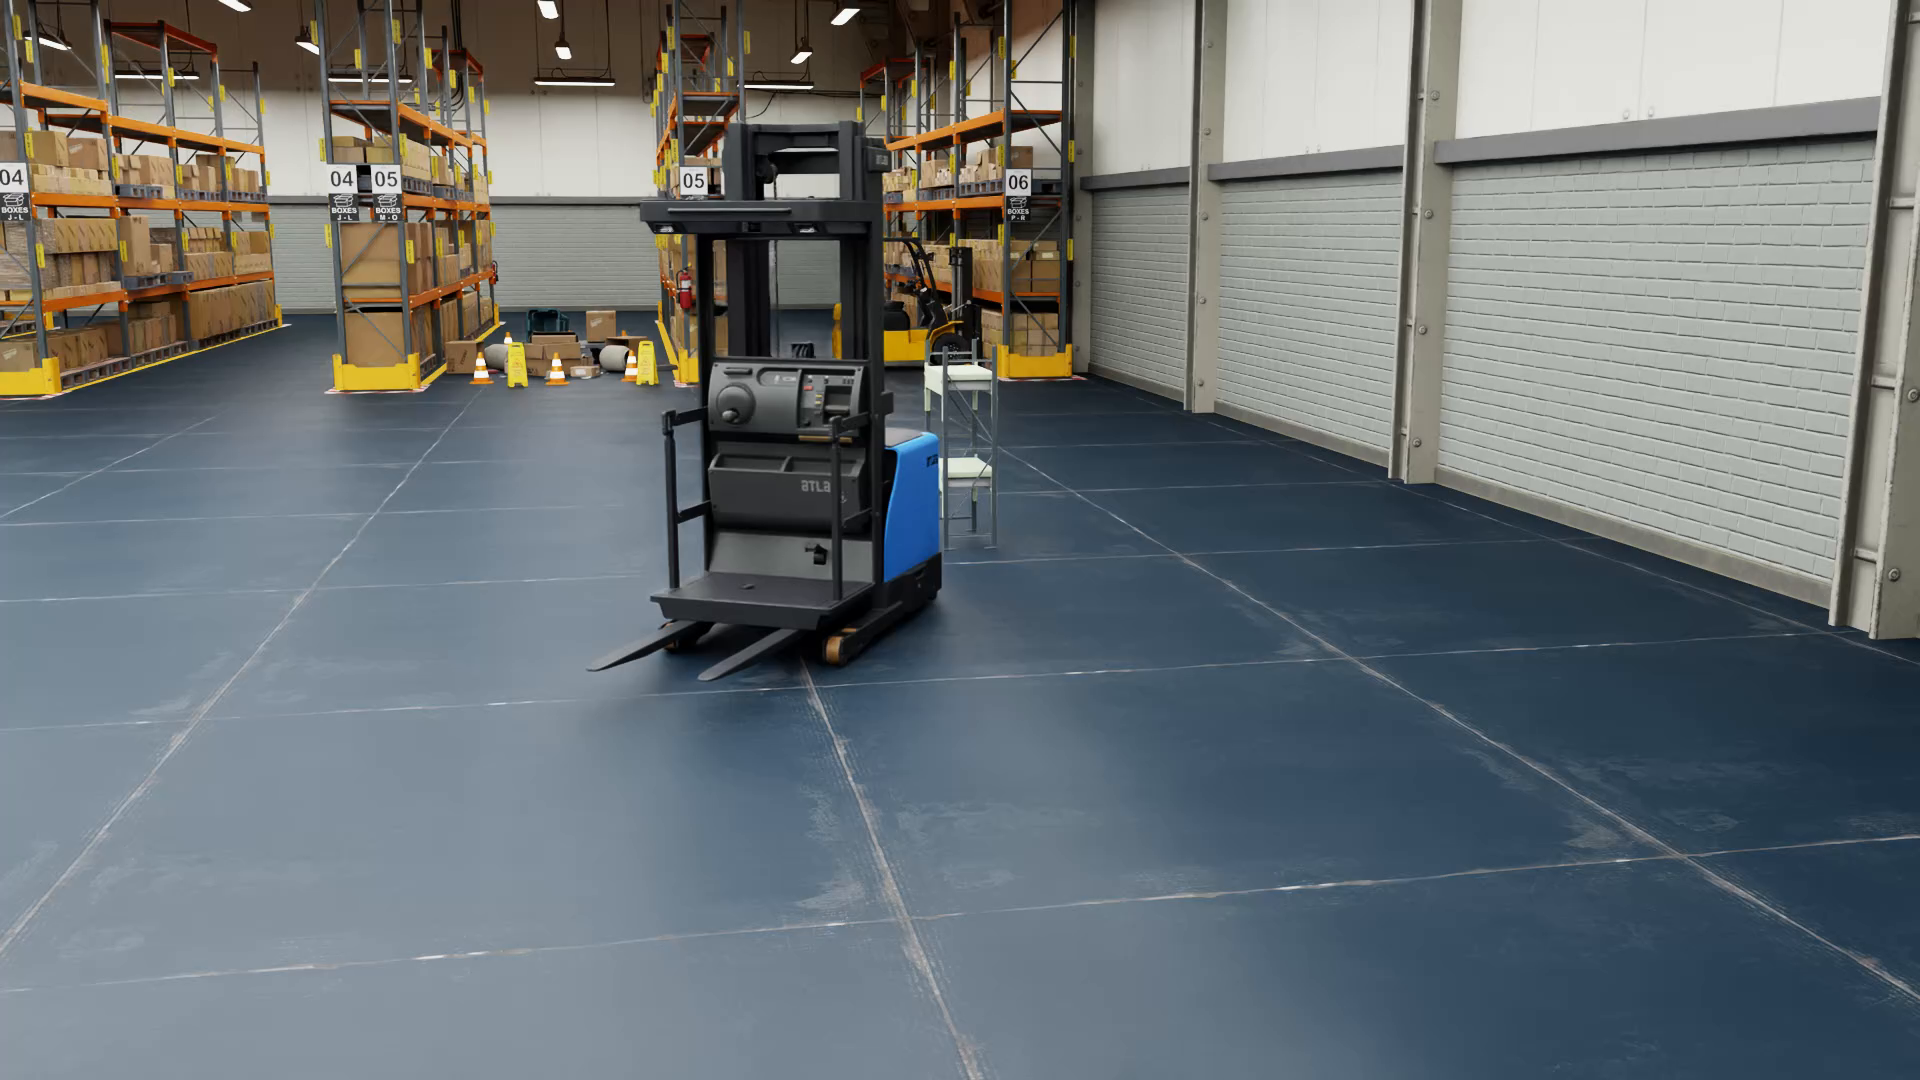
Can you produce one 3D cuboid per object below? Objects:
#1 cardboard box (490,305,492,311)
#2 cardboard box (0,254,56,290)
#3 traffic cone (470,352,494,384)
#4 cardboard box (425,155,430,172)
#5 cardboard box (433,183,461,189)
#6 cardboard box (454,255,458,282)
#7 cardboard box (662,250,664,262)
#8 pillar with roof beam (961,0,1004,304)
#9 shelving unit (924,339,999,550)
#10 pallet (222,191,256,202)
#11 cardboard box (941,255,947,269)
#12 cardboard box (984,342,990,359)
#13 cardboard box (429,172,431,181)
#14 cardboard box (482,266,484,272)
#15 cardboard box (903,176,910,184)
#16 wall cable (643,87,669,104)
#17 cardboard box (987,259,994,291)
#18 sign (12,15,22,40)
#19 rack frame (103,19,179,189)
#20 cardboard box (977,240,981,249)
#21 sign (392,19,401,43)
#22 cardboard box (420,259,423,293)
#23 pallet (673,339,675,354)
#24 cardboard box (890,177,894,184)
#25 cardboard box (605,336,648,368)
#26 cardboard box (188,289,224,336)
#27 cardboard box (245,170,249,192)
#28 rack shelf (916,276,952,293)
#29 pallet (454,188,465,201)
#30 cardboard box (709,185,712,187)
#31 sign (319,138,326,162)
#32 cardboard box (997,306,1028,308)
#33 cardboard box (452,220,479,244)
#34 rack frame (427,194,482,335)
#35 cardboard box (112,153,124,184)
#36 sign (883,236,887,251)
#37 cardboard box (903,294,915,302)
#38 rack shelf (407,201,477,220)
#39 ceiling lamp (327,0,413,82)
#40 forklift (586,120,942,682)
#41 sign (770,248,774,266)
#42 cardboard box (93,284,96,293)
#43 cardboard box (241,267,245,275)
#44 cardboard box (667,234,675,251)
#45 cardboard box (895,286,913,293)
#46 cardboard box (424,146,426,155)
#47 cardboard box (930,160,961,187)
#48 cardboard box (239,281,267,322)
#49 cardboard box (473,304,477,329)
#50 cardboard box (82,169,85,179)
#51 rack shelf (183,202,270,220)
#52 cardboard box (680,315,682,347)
[{"bbox_3d":[-11.256,-5.498,39.269,0.380,0.149,0.250,-2,11,-13],"label":"cardboard box"},{"bbox_3d":[-13.491,-3.834,23.753,0.875,0.500,0.500,-2,11,-11],"label":"cardboard box"},{"bbox_3d":[-7.237,-2.601,25.126,0.336,0.463,0.334,-2,11,-11],"label":"traffic cone"},{"bbox_3d":[-8.957,-6.153,27.192,0.500,0.250,0.500,-2,11,-12],"label":"cardboard box"},{"bbox_3d":[-9.932,-6.803,32.126,0.500,0.500,0.500,-2,11,-11],"label":"cardboard box"},{"bbox_3d":[-9.636,-5.050,30.941,0.500,0.500,0.500,-2,11,-11],"label":"cardboard box"},{"bbox_3d":[-6.215,-6.179,36.201,0.500,0.250,0.500,-2,11,-13],"label":"cardboard box"},{"bbox_3d":[-3.463,-8.130,31.342,9.100,9.000,0.548,-2,11,-11],"label":"pillar with roof beam"},{"bbox_3d":[0.001,-0.736,12.550,0.431,1.500,0.755,-2,11,-11],"label":"shelving unit"},{"bbox_3d":[-16.128,-7.541,36.510,1.003,0.211,1.213,-2,11,-11],"label":"pallet"},{"bbox_3d":[-0.054,-5.159,30.841,0.500,0.250,0.500,-2,11,-12],"label":"cardboard box"},{"bbox_3d":[0.689,-3.100,27.192,0.500,0.250,0.500,-2,11,-11],"label":"cardboard box"},{"bbox_3d":[-8.920,-5.982,27.364,0.380,0.149,0.250,-2,11,-11],"label":"cardboard box"},{"bbox_3d":[-10.898,-6.080,37.287,0.380,0.149,0.250,-2,11,-8],"label":"cardboard box"},{"bbox_3d":[-0.988,-7.578,35.003,0.380,0.149,0.250,-2,11,-11],"label":"cardboard box"},{"bbox_3d":[-7.447,-10.838,45.574,2.355,3.000,0.029,-2,11,-11],"label":"wall cable"},{"bbox_3d":[0.733,-4.303,27.017,0.500,0.500,0.500,-2,11,-9],"label":"cardboard box"},{"bbox_3d":[-12.879,-7.001,22.703,0.100,0.325,0.005,-2,11,-11],"label":"sign"},{"bbox_3d":[-14.967,-7.951,30.403,1.000,3.000,0.127,-2,11,-11],"label":"rack frame"},{"bbox_3d":[0.499,-5.023,28.267,0.380,0.149,0.250,-2,11,-11],"label":"cardboard box"},{"bbox_3d":[-7.981,-7.201,23.542,0.100,0.325,0.005,-2,11,-11],"label":"sign"},{"bbox_3d":[-8.901,-4.142,26.033,0.875,0.550,0.500,-2,11,-11],"label":"cardboard box"},{"bbox_3d":[-4.862,-3.628,31.192,1.003,0.211,1.213,-2,11,-11],"label":"pallet"},{"bbox_3d":[-1.323,-7.819,36.220,0.380,0.149,0.250,-2,11,-12],"label":"cardboard box"},{"bbox_3d":[-5.595,-3.158,27.944,0.500,0.500,0.500,6,12,28],"label":"cardboard box"},{"bbox_3d":[-15.247,-4.457,32.653,1.225,0.875,0.875,-2,11,-11],"label":"cardboard box"},{"bbox_3d":[-16.378,-8.048,37.278,0.700,0.500,0.500,-3,11,-13],"label":"cardboard box"},{"bbox_3d":[0.011,-4.825,31.949,1.077,0.370,4.000,-2,11,-11],"label":"rack shelf"},{"bbox_3d":[-9.905,-6.430,30.941,1.213,0.211,1.003,-2,11,-8],"label":"pallet"},{"bbox_3d":[-3.740,-5.731,26.370,0.500,0.250,0.500,-2,11,-9],"label":"cardboard box"},{"bbox_3d":[-9.061,-5.551,23.659,0.100,0.325,0.005,-2,11,-11],"label":"sign"},{"bbox_3d":[0.884,-3.890,28.667,0.500,0.250,0.500,-2,11,-11],"label":"cardboard box"},{"bbox_3d":[-10.709,-6.677,36.019,0.500,0.500,0.500,-2,11,-10],"label":"cardboard box"},{"bbox_3d":[-10.860,-5.899,35.669,1.000,3.000,0.127,-2,11,-11],"label":"rack frame"},{"bbox_3d":[-14.183,-6.091,27.252,0.797,0.503,0.637,-3,11,-14],"label":"cardboard box"},{"bbox_3d":[-1.687,-6.683,37.472,0.100,0.325,0.005,-2,11,-11],"label":"sign"},{"bbox_3d":[-1.032,-5.263,36.155,0.380,0.149,0.250,-2,11,-9],"label":"cardboard box"},{"bbox_3d":[-10.471,-6.653,33.528,1.077,0.370,4.000,-2,11,-11],"label":"rack shelf"},{"bbox_3d":[-14.558,-12.870,40.637,2.000,3.185,0.800,-2,11,-11],"label":"ceiling lamp"},{"bbox_3d":[-1.056,-0.836,9.251,1.130,2.935,3.031,3,11,18],"label":"forklift"},{"bbox_3d":[-5.389,-7.924,46.559,0.329,0.494,0.001,-2,11,-11],"label":"sign"},{"bbox_3d":[-13.753,-3.931,26.001,0.380,0.149,0.250,-2,11,-11],"label":"cardboard box"},{"bbox_3d":[-15.579,-5.777,35.697,0.380,0.149,0.250,-2,11,-9],"label":"cardboard box"},{"bbox_3d":[-4.295,-4.852,26.429,0.700,0.500,0.500,-2,11,-12],"label":"cardboard box"},{"bbox_3d":[-1.250,-5.601,37.132,0.380,0.149,0.250,-3,11,-14],"label":"cardboard box"},{"bbox_3d":[-8.823,-6.281,26.803,0.380,0.149,0.250,-2,11,-11],"label":"cardboard box"},{"bbox_3d":[-0.278,-6.995,31.746,0.500,0.500,0.500,-2,11,-10],"label":"cardboard box"},{"bbox_3d":[-16.143,-5.352,37.354,0.875,0.875,0.875,-2,11,-11],"label":"cardboard box"},{"bbox_3d":[-10.370,-4.657,34.704,0.500,0.500,0.500,-2,11,-12],"label":"cardboard box"},{"bbox_3d":[-13.690,-5.622,25.524,0.380,0.149,0.250,-2,11,-9],"label":"cardboard box"},{"bbox_3d":[-16.134,-7.224,36.532,1.077,0.370,4.000,-2,11,-11],"label":"rack shelf"},{"bbox_3d":[-4.207,-3.354,26.521,0.500,0.500,0.500,-2,11,-9],"label":"cardboard box"}]
